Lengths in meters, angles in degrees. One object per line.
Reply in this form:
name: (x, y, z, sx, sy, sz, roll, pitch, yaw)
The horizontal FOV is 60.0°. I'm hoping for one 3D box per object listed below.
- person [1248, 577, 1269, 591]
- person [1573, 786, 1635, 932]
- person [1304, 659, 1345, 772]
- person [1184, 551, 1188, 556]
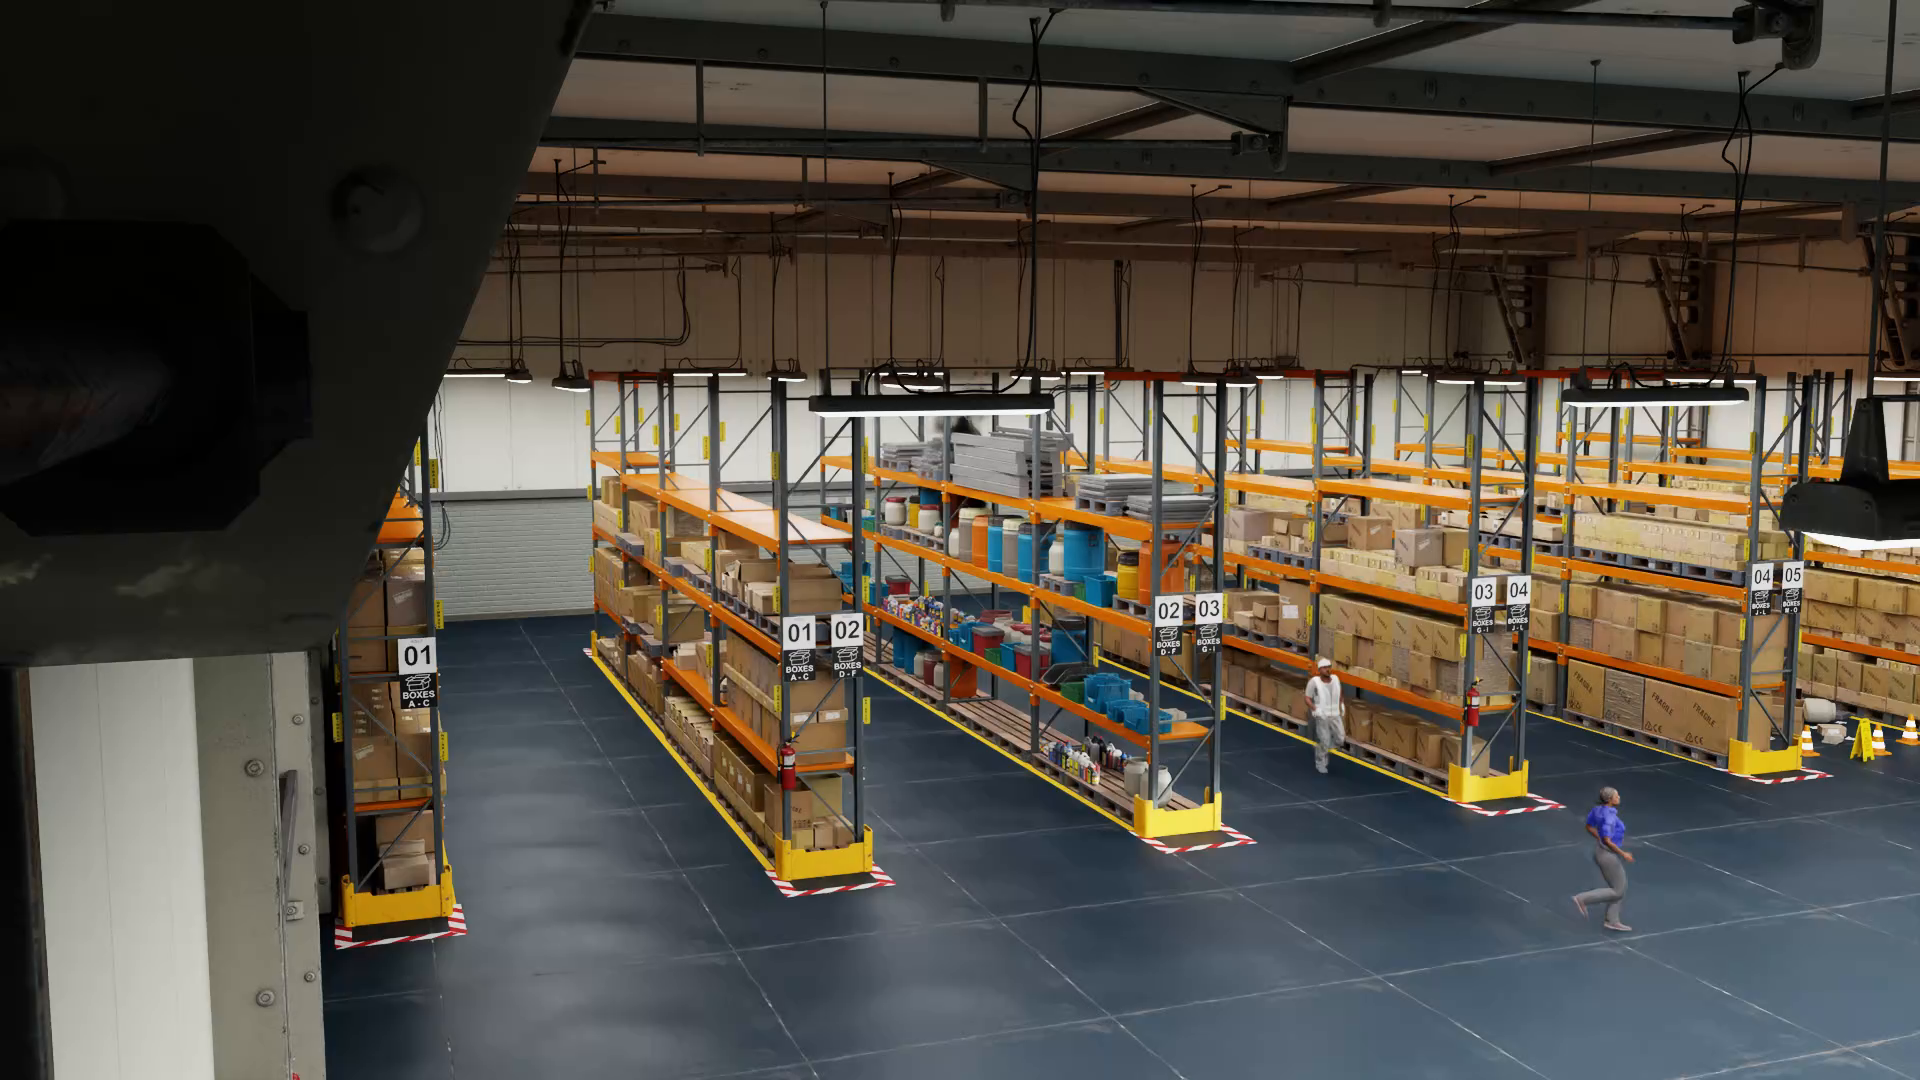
person: (7.506, 0.797, 41.892, 0.813, 1.743, 0.652, -3, 7, -25)
person: (7.074, 3.511, 18.305, 0.668, 1.617, 0.584, 0, 6, 3)
person: (5.549, 2.662, 25.181, 0.665, 1.739, 0.530, -2, 7, -19)
person: (5.302, 1.013, 40.227, 0.637, 1.685, 0.834, 4, 8, 35)
